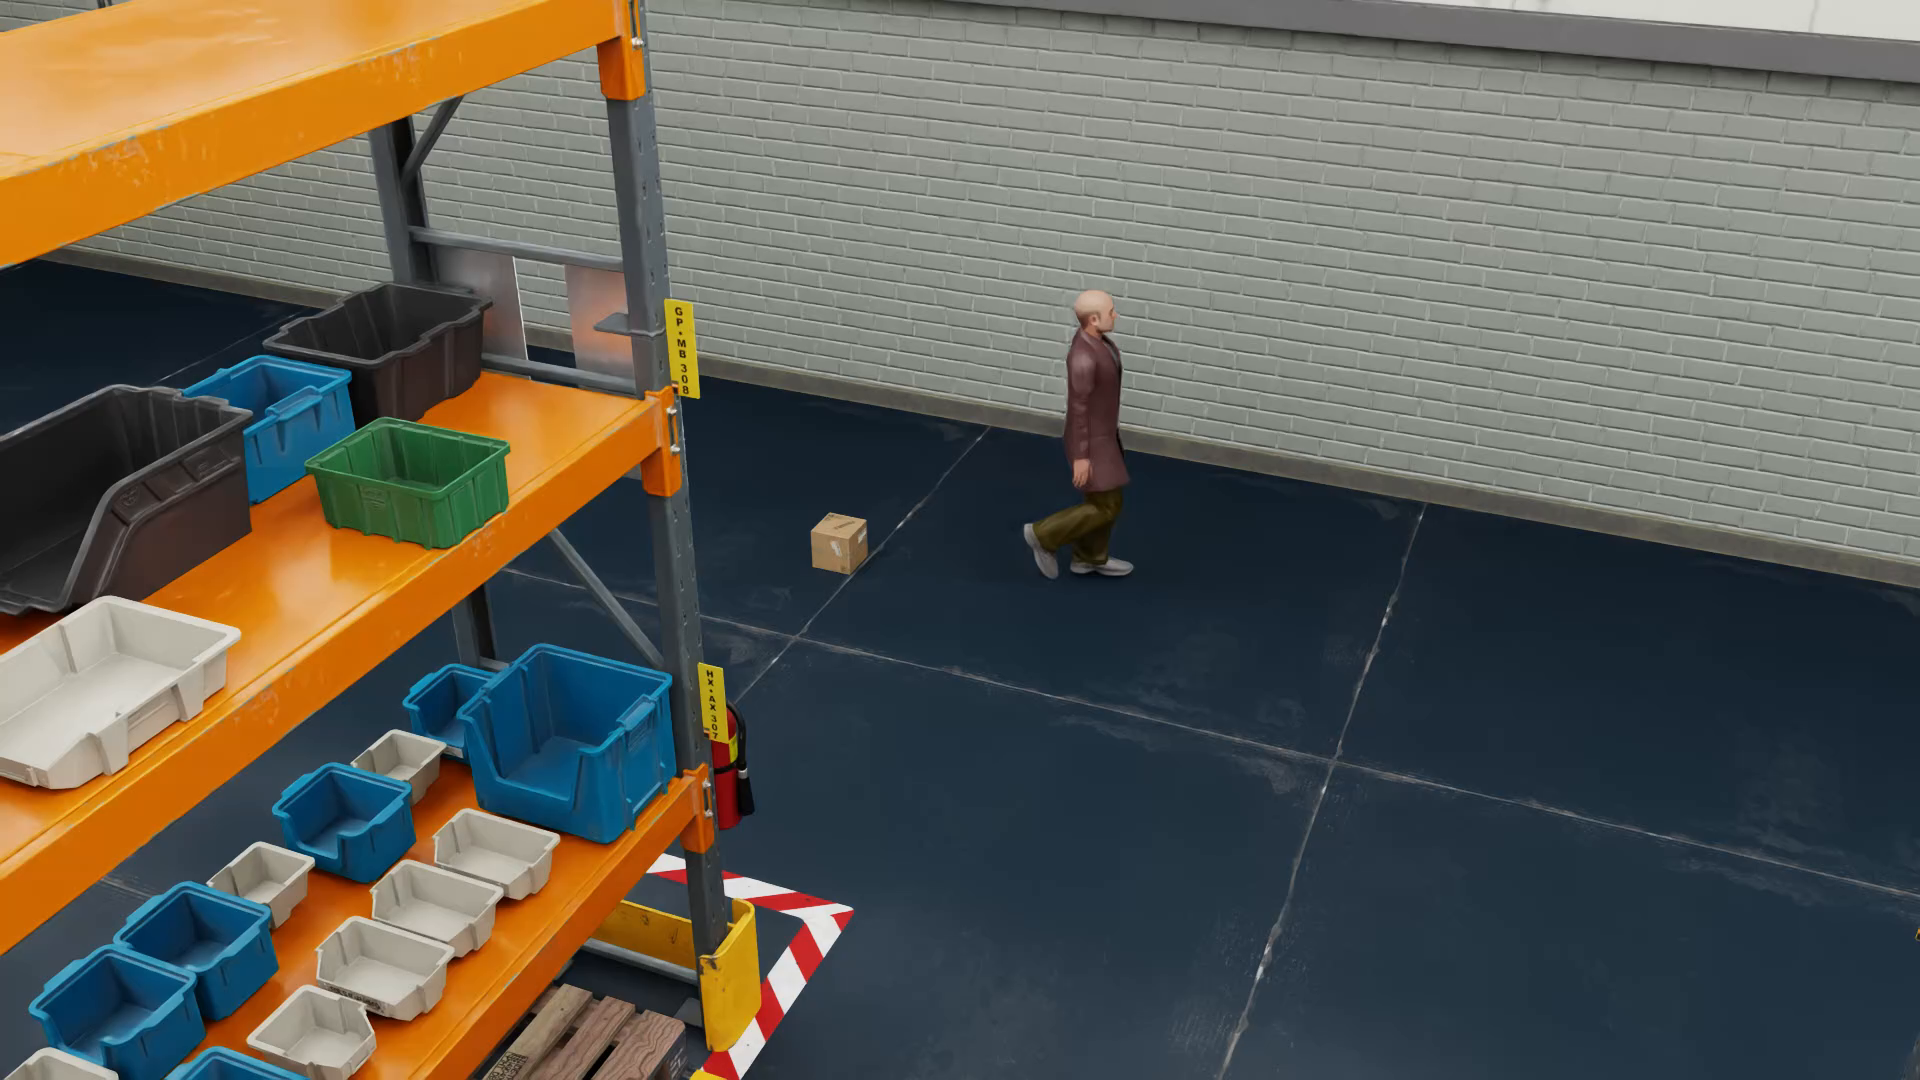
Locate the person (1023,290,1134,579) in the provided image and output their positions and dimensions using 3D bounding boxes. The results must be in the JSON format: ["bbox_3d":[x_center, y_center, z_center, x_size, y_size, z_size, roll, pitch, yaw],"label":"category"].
[{"bbox_3d":[0.697,-0.567,9.374,0.638,1.767,0.604,5,30,9],"label":"person"}]
